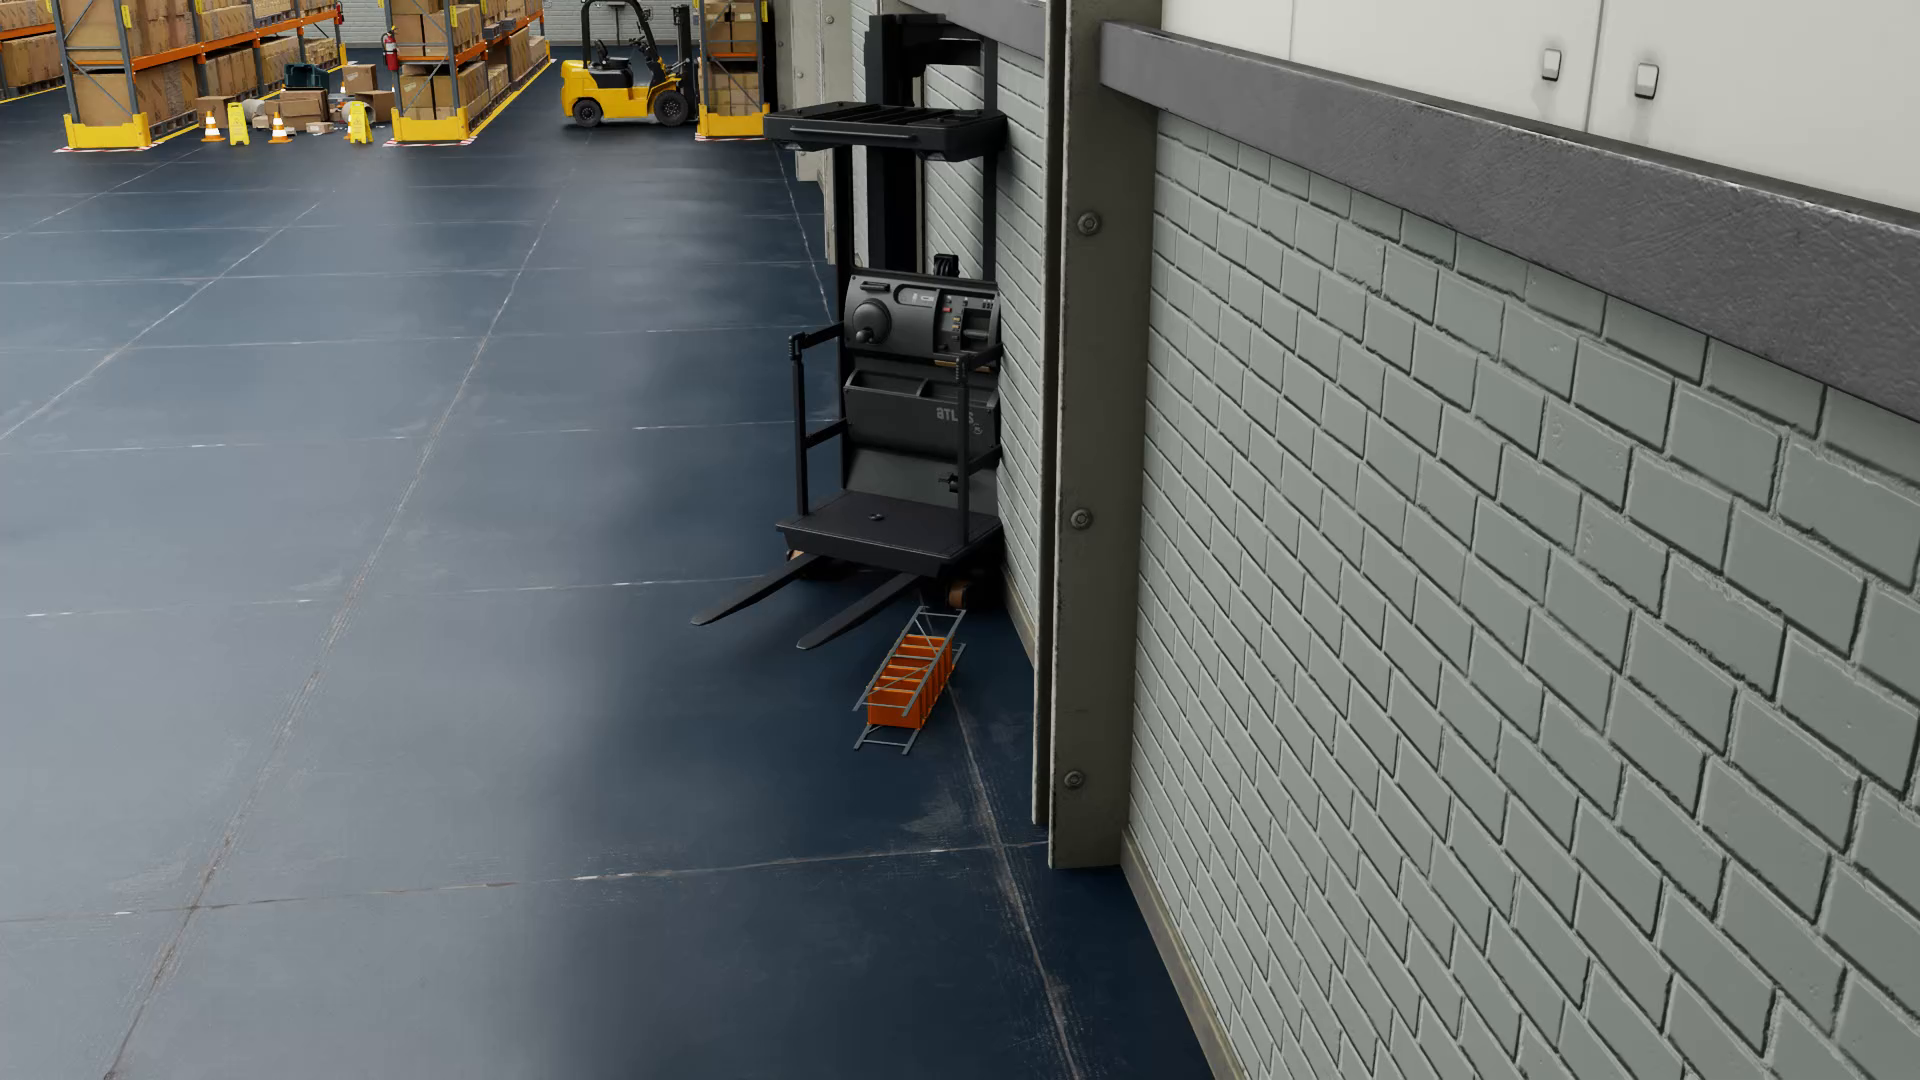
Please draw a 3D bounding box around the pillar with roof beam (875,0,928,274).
[{"bbox_3d":[-4.654,-4.894,9.959,9.100,9.000,0.400,-3,21,-8],"label":"pillar with roof beam"}]

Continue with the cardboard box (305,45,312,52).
[{"bbox_3d":[-15.276,-11.407,38.595,0.380,0.149,0.250,-3,21,-9],"label":"cardboard box"}]

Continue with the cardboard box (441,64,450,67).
[{"bbox_3d":[-9.362,-8.237,29.741,0.500,0.500,0.500,-2,21,-6],"label":"cardboard box"}]

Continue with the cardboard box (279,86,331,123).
[{"bbox_3d":[-11.593,-7.693,29.400,0.797,0.637,0.503,-3,21,-8],"label":"cardboard box"}]

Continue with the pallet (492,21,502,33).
[{"bbox_3d":[-9.519,-9.992,32.455,1.003,0.211,1.213,-3,21,-8],"label":"pallet"}]

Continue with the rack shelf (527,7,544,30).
[{"bbox_3d":[-10.710,-12.505,39.939,1.077,0.370,4.000,-3,21,-8],"label":"rack shelf"}]

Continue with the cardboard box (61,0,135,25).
[{"bbox_3d":[-13.591,-8.417,26.207,0.875,0.550,0.550,-3,21,-8],"label":"cardboard box"}]

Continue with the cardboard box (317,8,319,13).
[{"bbox_3d":[-15.457,-12.583,39.479,0.380,0.149,0.250,-4,21,-10],"label":"cardboard box"}]

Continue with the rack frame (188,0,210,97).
[{"bbox_3d":[-14.152,-9.095,29.781,1.000,3.000,0.127,-3,21,-8],"label":"rack frame"}]

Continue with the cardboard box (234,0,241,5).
[{"bbox_3d":[-14.674,-10.839,32.879,0.700,0.500,0.500,-3,21,-8],"label":"cardboard box"}]

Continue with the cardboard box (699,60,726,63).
[{"bbox_3d":[-4.534,-8.648,30.483,0.500,0.250,0.500,-3,21,-8],"label":"cardboard box"}]

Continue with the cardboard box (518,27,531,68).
[{"bbox_3d":[-10.253,-11.140,37.693,0.875,0.875,0.875,-2,21,-6],"label":"cardboard box"}]

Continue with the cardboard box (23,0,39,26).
[{"bbox_3d":[-19.676,-11.023,34.798,0.500,0.500,0.500,-3,21,-8],"label":"cardboard box"}]

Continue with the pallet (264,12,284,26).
[{"bbox_3d":[-15.055,-11.074,35.352,1.003,0.211,1.213,-3,21,-8],"label":"pallet"}]

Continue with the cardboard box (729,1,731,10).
[{"bbox_3d":[-4.195,-10.115,31.440,0.380,0.149,0.250,-3,21,-9],"label":"cardboard box"}]

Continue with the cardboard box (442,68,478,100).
[{"bbox_3d":[-8.682,-7.911,28.869,0.500,0.500,0.500,-3,21,-7],"label":"cardboard box"}]

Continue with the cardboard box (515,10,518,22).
[{"bbox_3d":[-9.902,-11.406,36.183,0.500,0.250,0.500,-3,21,-8],"label":"cardboard box"}]

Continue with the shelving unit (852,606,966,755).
[{"bbox_3d":[-0.217,0.631,7.750,0.258,0.189,1.200,5,21,12],"label":"shelving unit"}]

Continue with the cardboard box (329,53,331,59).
[{"bbox_3d":[-15.510,-11.760,40.389,0.380,0.149,0.250,-3,21,-8],"label":"cardboard box"}]

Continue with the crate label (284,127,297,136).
[{"bbox_3d":[-11.254,-6.833,27.816,0.250,0.136,0.298,-15,25,-35],"label":"crate label"}]

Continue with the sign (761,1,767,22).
[{"bbox_3d":[-3.230,-8.715,27.413,0.100,0.325,0.005,-3,21,-8],"label":"sign"}]

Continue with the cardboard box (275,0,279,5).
[{"bbox_3d":[-14.900,-11.594,35.804,0.380,0.149,0.250,-4,21,-11],"label":"cardboard box"}]

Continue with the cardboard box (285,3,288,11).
[{"bbox_3d":[-15.014,-11.727,36.585,0.380,0.149,0.250,-3,21,-7],"label":"cardboard box"}]

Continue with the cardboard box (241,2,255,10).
[{"bbox_3d":[-14.600,-10.876,33.882,0.380,0.149,0.250,-2,21,-5],"label":"cardboard box"}]

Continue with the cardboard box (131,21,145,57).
[{"bbox_3d":[-13.775,-8.096,26.891,0.875,0.550,0.550,-3,21,-8],"label":"cardboard box"}]

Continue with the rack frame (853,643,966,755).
[{"bbox_3d":[-0.217,0.717,7.782,0.240,0.006,1.200,5,21,12],"label":"rack frame"}]

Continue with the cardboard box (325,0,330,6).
[{"bbox_3d":[-15.493,-13.115,39.975,0.500,0.500,0.500,-3,21,-9],"label":"cardboard box"}]

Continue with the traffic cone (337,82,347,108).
[{"bbox_3d":[-11.864,-8.600,32.081,0.336,0.463,0.334,-3,21,-8],"label":"traffic cone"}]

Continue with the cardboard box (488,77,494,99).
[{"bbox_3d":[-9.346,-8.527,31.415,0.950,0.372,0.625,-3,21,-7],"label":"cardboard box"}]

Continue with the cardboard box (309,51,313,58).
[{"bbox_3d":[-15.273,-11.267,38.644,0.380,0.149,0.250,-4,21,-11],"label":"cardboard box"}]

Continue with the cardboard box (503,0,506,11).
[{"bbox_3d":[-9.504,-11.004,33.724,0.500,0.500,0.500,-4,21,-9],"label":"cardboard box"}]

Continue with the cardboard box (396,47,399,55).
[{"bbox_3d":[-9.104,-8.078,27.417,0.380,0.149,0.250,-3,21,-8],"label":"cardboard box"}]

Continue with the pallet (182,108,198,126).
[{"bbox_3d":[-14.120,-7.522,29.553,1.003,0.211,1.213,-3,21,-8],"label":"pallet"}]

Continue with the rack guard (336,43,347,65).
[{"bbox_3d":[-15.871,-12.053,41.272,1.175,0.500,0.348,-3,21,-8],"label":"rack guard"}]

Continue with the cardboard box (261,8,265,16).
[{"bbox_3d":[-14.712,-11.004,34.650,0.380,0.149,0.250,-2,21,-5],"label":"cardboard box"}]

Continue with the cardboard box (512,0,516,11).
[{"bbox_3d":[-9.807,-11.469,35.636,0.500,0.250,0.500,-3,21,-8],"label":"cardboard box"}]

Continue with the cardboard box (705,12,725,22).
[{"bbox_3d":[-4.108,-8.703,27.661,0.380,0.149,0.250,-3,21,-7],"label":"cardboard box"}]

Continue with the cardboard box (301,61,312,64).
[{"bbox_3d":[-15.040,-10.869,38.003,0.380,0.149,0.250,-4,21,-10],"label":"cardboard box"}]

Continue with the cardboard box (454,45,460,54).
[{"bbox_3d":[-8.544,-8.188,27.711,0.380,0.149,0.250,-4,21,-9],"label":"cardboard box"}]

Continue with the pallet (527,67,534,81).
[{"bbox_3d":[-10.236,-10.580,37.742,1.003,0.211,1.213,-3,21,-8],"label":"pallet"}]

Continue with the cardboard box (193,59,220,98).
[{"bbox_3d":[-14.331,-8.448,30.664,1.050,0.750,0.750,-3,21,-8],"label":"cardboard box"}]

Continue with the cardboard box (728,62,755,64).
[{"bbox_3d":[-3.947,-8.497,30.081,0.500,0.250,0.500,-3,21,-7],"label":"cardboard box"}]

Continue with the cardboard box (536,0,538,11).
[{"bbox_3d":[-10.525,-13.076,40.295,0.500,0.500,0.500,-2,21,-6],"label":"cardboard box"}]

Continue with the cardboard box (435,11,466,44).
[{"bbox_3d":[-8.563,-8.538,27.722,0.500,0.500,0.500,-2,21,-6],"label":"cardboard box"}]

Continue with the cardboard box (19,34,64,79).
[{"bbox_3d":[-19.986,-10.321,35.500,1.225,0.875,0.875,-4,21,-10],"label":"cardboard box"}]

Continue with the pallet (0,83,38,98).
[{"bbox_3d":[-19.690,-9.235,34.142,1.003,0.211,1.213,-3,21,-8],"label":"pallet"}]

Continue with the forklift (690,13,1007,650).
[{"bbox_3d":[-0.296,-1.179,8.683,1.130,2.935,3.031,11,23,26],"label":"forklift"}]

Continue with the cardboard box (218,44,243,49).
[{"bbox_3d":[-15.087,-10.081,34.320,0.500,0.250,0.500,-3,21,-9],"label":"cardboard box"}]

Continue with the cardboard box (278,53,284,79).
[{"bbox_3d":[-14.733,-10.115,35.484,0.500,0.500,0.500,-3,21,-9],"label":"cardboard box"}]

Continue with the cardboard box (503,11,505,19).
[{"bbox_3d":[-9.374,-10.568,33.483,0.380,0.149,0.250,-3,21,-8],"label":"cardboard box"}]
